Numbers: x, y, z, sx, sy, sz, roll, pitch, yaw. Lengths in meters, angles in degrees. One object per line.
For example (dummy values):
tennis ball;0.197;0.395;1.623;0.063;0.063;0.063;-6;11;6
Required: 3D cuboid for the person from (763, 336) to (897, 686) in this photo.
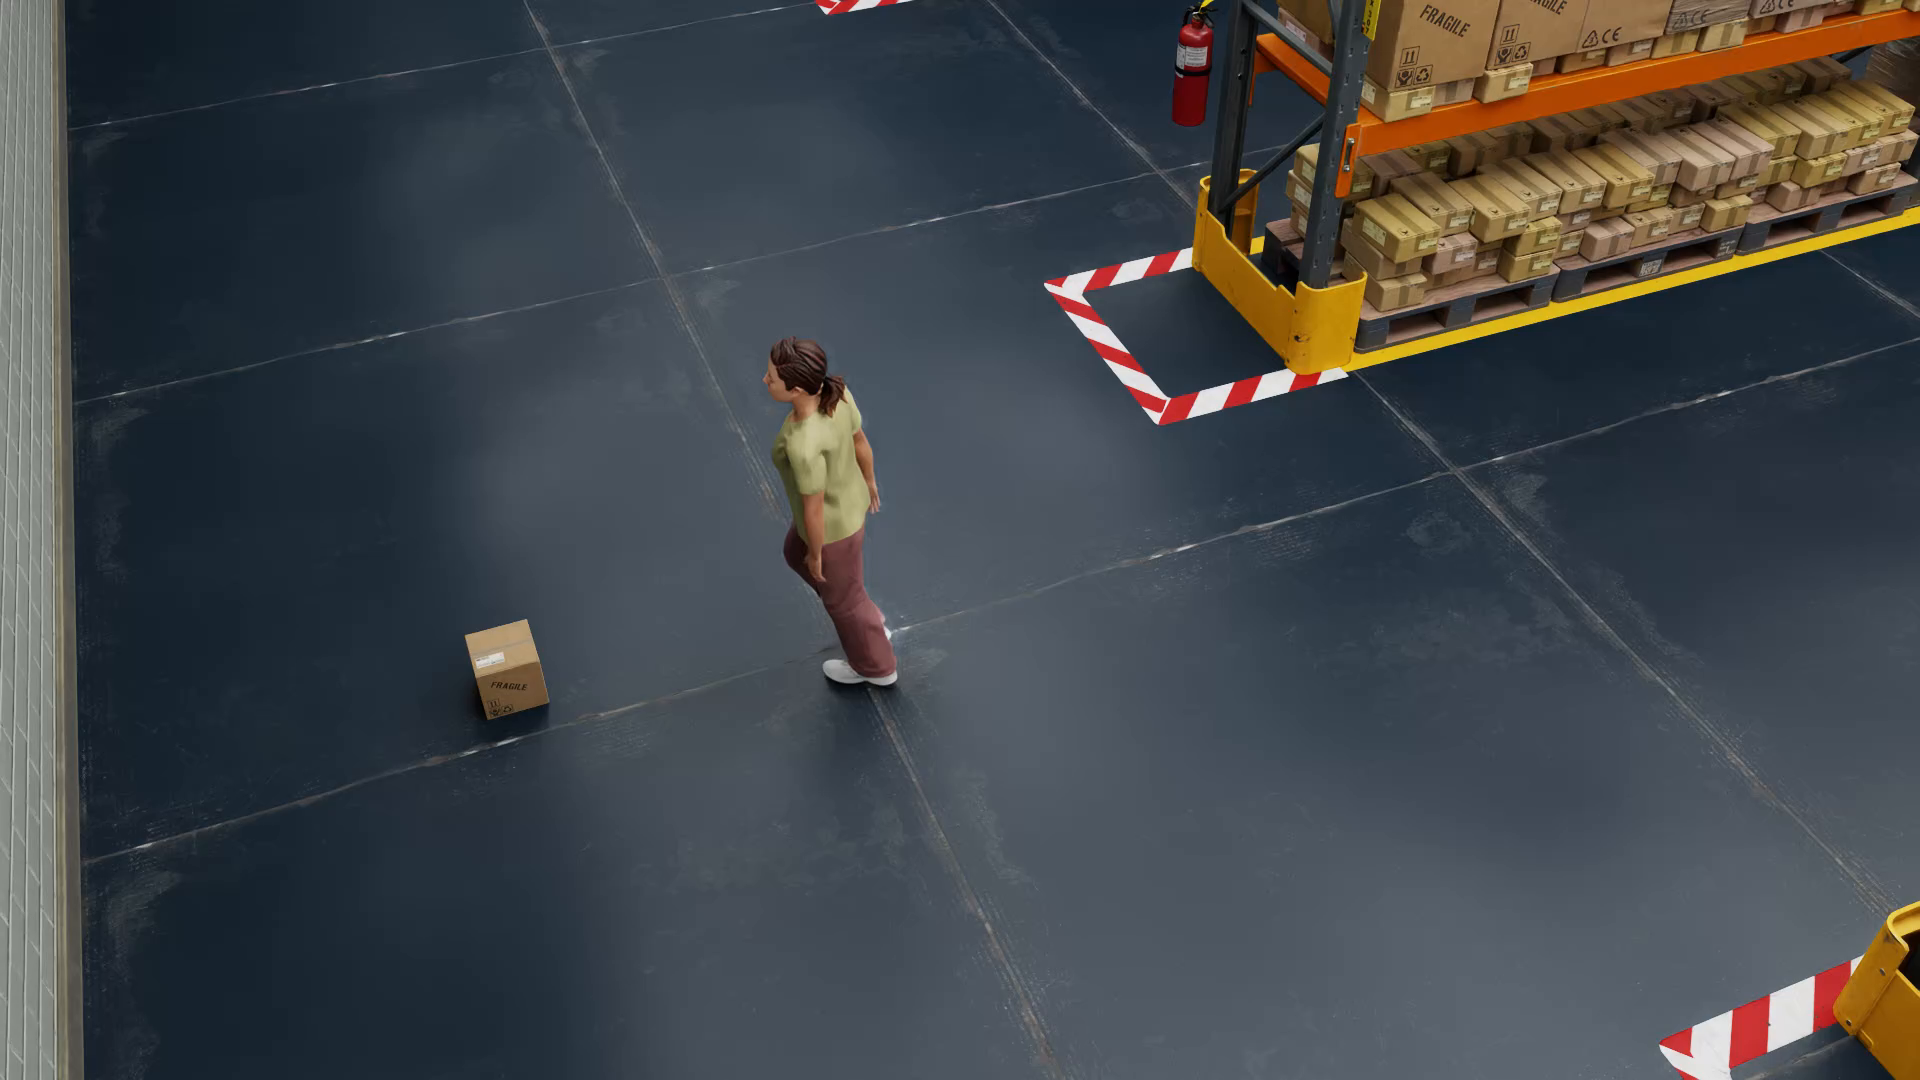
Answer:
person;-0.487;-0.067;6.216;0.472;1.656;0.487;7;42;8
